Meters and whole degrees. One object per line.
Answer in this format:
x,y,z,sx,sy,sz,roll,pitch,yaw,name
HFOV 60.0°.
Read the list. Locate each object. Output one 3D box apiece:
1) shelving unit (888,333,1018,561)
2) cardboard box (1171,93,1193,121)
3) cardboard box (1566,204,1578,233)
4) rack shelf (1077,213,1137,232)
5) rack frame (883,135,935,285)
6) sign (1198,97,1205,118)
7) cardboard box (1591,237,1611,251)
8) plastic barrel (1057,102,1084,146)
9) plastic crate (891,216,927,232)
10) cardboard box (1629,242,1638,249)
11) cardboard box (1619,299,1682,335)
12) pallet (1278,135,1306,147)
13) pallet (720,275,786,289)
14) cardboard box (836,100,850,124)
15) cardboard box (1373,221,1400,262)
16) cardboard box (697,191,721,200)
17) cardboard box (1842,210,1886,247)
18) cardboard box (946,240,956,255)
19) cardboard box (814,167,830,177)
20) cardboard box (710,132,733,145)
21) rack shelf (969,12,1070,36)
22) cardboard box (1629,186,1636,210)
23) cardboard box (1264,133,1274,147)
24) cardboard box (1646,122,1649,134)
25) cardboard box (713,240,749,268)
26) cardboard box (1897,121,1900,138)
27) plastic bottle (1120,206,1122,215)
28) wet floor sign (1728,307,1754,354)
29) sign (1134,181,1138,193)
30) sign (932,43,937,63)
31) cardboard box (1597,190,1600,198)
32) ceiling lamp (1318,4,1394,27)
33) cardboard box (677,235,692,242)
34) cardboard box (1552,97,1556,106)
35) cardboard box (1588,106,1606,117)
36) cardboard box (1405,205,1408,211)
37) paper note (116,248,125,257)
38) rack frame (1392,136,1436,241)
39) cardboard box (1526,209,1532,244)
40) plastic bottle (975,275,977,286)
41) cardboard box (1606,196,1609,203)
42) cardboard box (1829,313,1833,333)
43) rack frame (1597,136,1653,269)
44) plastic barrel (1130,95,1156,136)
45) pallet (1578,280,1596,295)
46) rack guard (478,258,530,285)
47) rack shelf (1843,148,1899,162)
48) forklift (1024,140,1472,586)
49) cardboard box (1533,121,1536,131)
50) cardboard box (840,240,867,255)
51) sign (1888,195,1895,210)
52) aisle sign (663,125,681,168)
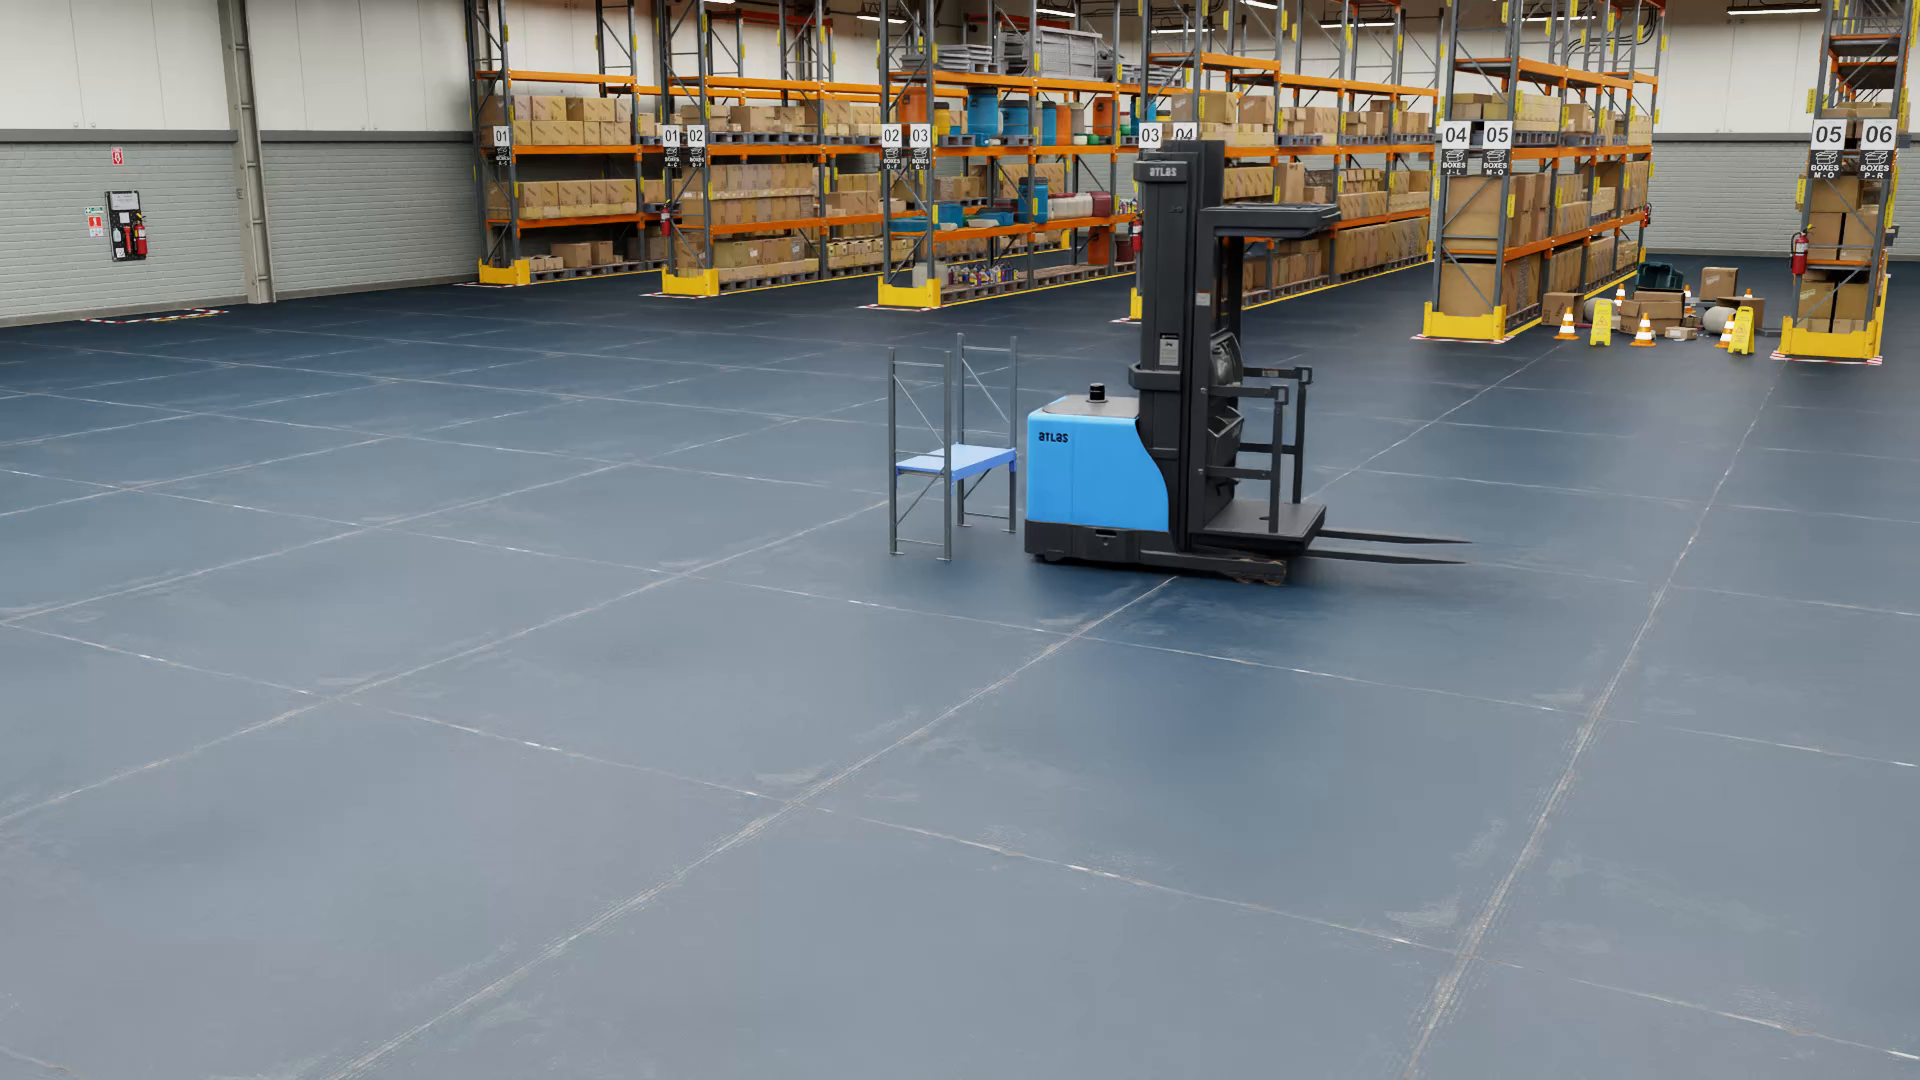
-0.041,-0.712,12.285,0.538,1.500,1.048,7,15,28,shelving unit
3.943,-7.397,28.502,0.500,0.500,0.500,7,15,28,cardboard box
10.865,-5.830,30.103,0.500,0.500,0.500,8,16,29,cardboard box
3.913,-7.419,38.442,1.077,0.370,4.000,7,15,28,rack shelf
-0.921,-5.717,29.848,1.000,3.000,0.127,7,15,28,rack frame
3.890,-6.978,26.811,0.100,0.325,0.005,7,15,28,sign
13.110,-6.103,34.287,0.500,0.250,0.500,8,16,31,cardboard box
2.360,-8.917,35.649,0.600,0.901,0.600,0,14,0,plastic barrel
-0.941,-5.782,30.432,0.499,0.251,0.616,7,15,28,plastic crate
15.223,-6.714,37.898,0.380,0.149,0.250,7,15,27,cardboard box
10.723,-3.467,25.840,0.797,0.503,0.637,-3,14,-11,cardboard box
5.740,-7.458,31.070,1.213,0.211,1.003,7,15,28,pallet
-4.331,-5.335,34.211,1.003,0.211,1.213,7,15,28,pallet
-2.734,-9.295,36.114,0.500,0.500,0.500,9,16,33,cardboard box
9.605,-6.916,38.456,0.875,0.875,0.875,7,15,28,cardboard box
-4.877,-6.699,32.324,0.380,0.149,0.250,7,15,28,cardboard box
12.809,-4.399,23.532,0.500,0.500,0.500,8,16,30,cardboard box
-0.422,-7.191,40.354,0.500,0.500,0.500,7,15,27,cardboard box
-3.794,-9.744,44.062,0.500,0.250,0.500,8,16,29,cardboard box
-5.838,-9.727,40.229,0.500,0.311,0.500,7,15,28,cardboard box
1.513,-13.334,43.085,1.077,0.370,4.000,7,15,28,rack shelf
14.477,-7.503,36.408,0.500,0.500,0.500,7,15,27,cardboard box
5.357,-7.239,30.080,0.500,0.250,0.500,8,16,30,cardboard box
15.197,-9.256,37.380,0.500,0.250,0.500,7,15,27,cardboard box
-4.561,-5.699,33.142,0.500,0.500,0.500,7,15,28,cardboard box
13.311,-5.950,24.099,0.500,0.250,0.500,8,16,29,cardboard box
3.566,-7.355,37.064,0.097,0.201,0.097,0,14,0,plastic bottle
11.062,-2.971,23.480,0.232,0.644,0.267,-12,18,-40,wet floor sign
2.939,-5.940,27.625,0.100,0.325,0.005,7,15,28,sign
-0.441,-8.469,28.907,0.100,0.325,0.005,7,15,28,sign
12.476,-6.874,33.017,0.380,0.149,0.250,8,16,31,cardboard box
10.316,-15.019,43.178,2.000,3.185,0.800,7,15,28,ceiling lamp
-6.830,-7.024,39.662,0.700,0.500,0.500,8,15,29,cardboard box
9.500,-7.156,27.141,0.380,0.149,0.250,7,15,28,cardboard box
12.262,-8.251,32.112,0.396,0.266,0.258,7,15,28,cardboard box
10.276,-7.785,38.961,0.380,0.149,0.250,8,15,29,cardboard box
-14.287,-4.891,28.300,0.016,0.148,0.142,7,15,28,paper note
11.150,-8.439,41.136,1.000,3.000,0.127,7,15,28,rack frame
8.695,-5.057,26.789,0.875,0.550,0.500,7,15,28,cardboard box
0.279,-4.929,31.609,0.097,0.201,0.097,0,14,0,plastic bottle
13.112,-6.997,34.160,0.380,0.149,0.250,7,15,26,cardboard box
12.503,-3.202,24.388,0.500,0.250,0.500,7,15,28,cardboard box
15.443,-7.856,38.719,1.000,3.000,0.127,7,15,28,rack frame
4.189,-9.718,38.076,0.600,0.901,0.708,7,15,28,plastic barrel
11.954,-5.019,32.903,1.003,0.211,1.213,7,15,28,pallet
-9.557,-5.640,34.862,1.175,0.500,0.348,7,15,28,rack guard
18.858,-8.014,34.510,1.077,0.370,4.000,7,15,28,rack shelf
2.032,-1.257,11.492,3.031,2.935,1.130,5,14,20,forklift
8.764,-6.455,25.935,0.380,0.149,0.250,7,15,28,cardboard box
-2.408,-6.505,36.890,0.500,0.311,0.500,7,15,26,cardboard box
14.502,-5.215,25.917,0.100,0.325,0.005,7,15,28,sign
-5.544,-7.563,31.957,0.394,0.787,0.004,7,15,28,aisle sign
